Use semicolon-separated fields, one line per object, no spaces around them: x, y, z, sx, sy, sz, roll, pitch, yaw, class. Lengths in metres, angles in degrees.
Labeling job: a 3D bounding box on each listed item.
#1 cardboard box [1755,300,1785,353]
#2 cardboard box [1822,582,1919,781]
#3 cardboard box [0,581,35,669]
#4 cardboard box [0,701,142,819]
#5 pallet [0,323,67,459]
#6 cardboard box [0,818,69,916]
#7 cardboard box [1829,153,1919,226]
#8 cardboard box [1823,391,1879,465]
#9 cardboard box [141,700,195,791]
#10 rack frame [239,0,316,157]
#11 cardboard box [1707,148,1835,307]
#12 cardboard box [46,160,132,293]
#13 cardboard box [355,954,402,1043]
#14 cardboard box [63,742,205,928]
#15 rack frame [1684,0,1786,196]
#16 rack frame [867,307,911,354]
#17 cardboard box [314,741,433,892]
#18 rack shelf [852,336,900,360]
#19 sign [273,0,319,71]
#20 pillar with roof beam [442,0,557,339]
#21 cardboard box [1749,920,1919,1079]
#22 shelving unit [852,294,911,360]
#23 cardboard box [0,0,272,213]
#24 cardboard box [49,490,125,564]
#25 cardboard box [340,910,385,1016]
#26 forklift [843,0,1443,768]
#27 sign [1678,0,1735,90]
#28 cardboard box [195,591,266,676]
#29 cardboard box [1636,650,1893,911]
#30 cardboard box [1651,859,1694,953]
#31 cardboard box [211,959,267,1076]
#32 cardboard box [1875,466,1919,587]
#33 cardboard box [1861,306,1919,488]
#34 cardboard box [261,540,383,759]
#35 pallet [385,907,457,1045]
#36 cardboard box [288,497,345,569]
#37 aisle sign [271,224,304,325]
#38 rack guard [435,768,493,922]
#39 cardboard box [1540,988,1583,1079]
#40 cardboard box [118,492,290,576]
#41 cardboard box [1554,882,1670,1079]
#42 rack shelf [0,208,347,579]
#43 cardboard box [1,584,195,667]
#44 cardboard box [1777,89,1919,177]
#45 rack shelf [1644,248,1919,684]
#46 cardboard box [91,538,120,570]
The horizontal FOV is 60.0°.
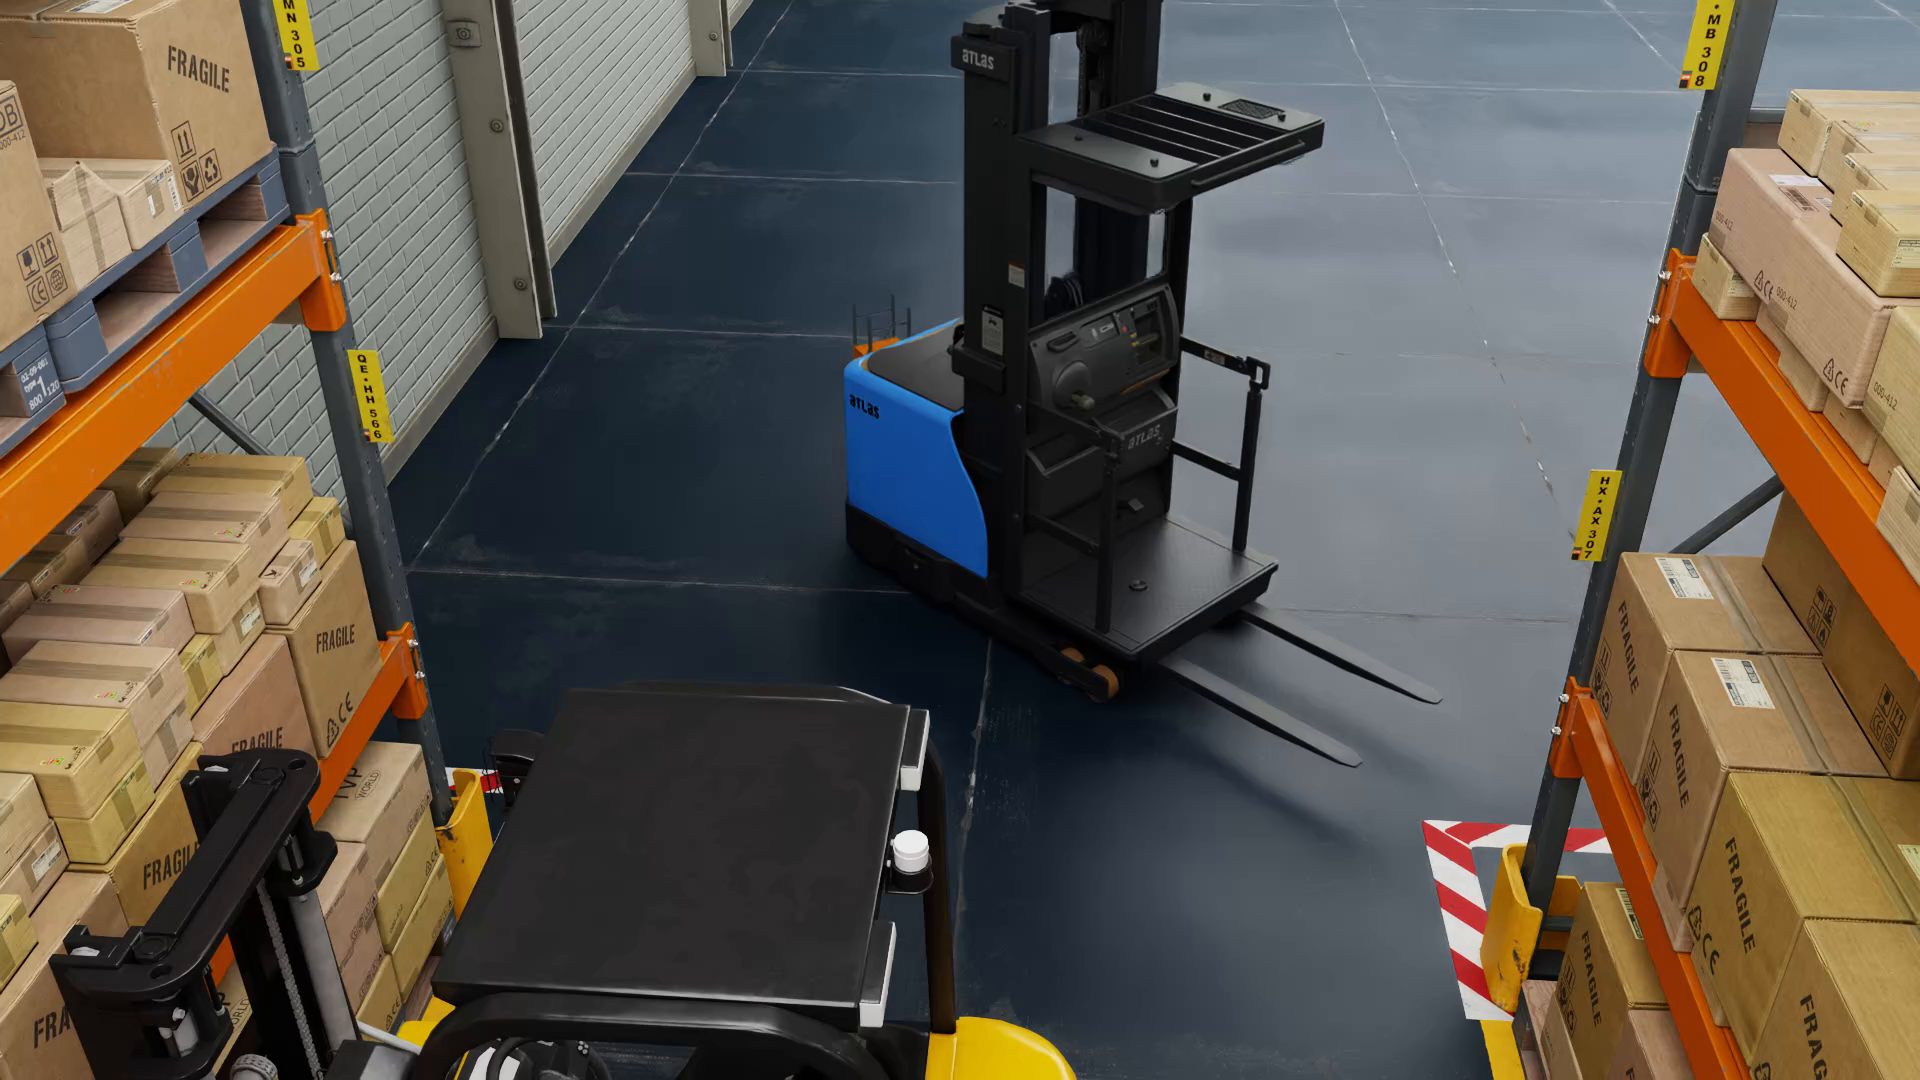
2.245;-0.552;4.166;0.380;0.149;0.250;1;32;2;cardboard box
2.655;0.264;4.131;0.700;0.500;0.500;3;32;4;cardboard box
-2.757;0.232;4.518;0.380;0.149;0.250;3;32;4;cardboard box
-2.243;0.530;4.033;0.380;0.149;0.250;3;32;5;cardboard box
-2.600;-0.123;3.316;1.003;0.211;1.213;2;32;4;pallet
-2.359;0.781;3.910;0.380;0.149;0.250;2;32;4;cardboard box
2.209;-0.754;3.735;0.380;0.149;0.250;2;32;4;cardboard box
2.194;-0.284;3.732;0.380;0.149;0.250;2;32;4;cardboard box
-2.248;0.521;4.332;0.380;0.149;0.250;1;32;2;cardboard box
-2.420;-2.446;4.142;1.000;3.000;0.127;2;32;4;rack frame
2.221;-0.770;4.141;0.500;0.250;0.500;2;32;3;cardboard box
-2.205;-0.755;3.889;0.396;0.266;0.258;3;32;4;cardboard box
-2.193;1.618;5.486;0.500;0.250;0.500;2;32;4;cardboard box
-2.291;0.873;4.380;0.500;0.500;0.500;2;32;3;cardboard box
2.528;-2.236;3.801;1.000;3.000;0.127;2;32;4;rack frame
-0.355;-0.633;8.633;0.240;1.200;0.006;-15;35;-23;rack frame
-2.146;0.928;5.653;0.500;0.250;0.500;3;32;6;cardboard box
-0.398;-0.944;8.536;0.258;0.103;0.180;-15;35;-23;rack shelf
-1.880;-1.482;4.668;0.100;0.325;0.005;2;32;4;sign
1.405;-5.074;8.407;9.100;9.000;0.400;2;32;4;pillar with roof beam
2.100;1.188;3.584;0.500;0.500;0.500;2;32;3;cardboard box
-0.398;-0.675;8.702;0.258;1.200;0.189;-15;35;-23;shelving unit
-2.213;-1.191;4.374;0.500;0.500;0.500;3;32;6;cardboard box
-2.744;-0.035;4.950;0.380;0.149;0.250;4;32;6;cardboard box
-2.199;1.416;5.337;0.500;0.250;0.500;2;32;4;cardboard box
0.801;-0.817;7.282;1.130;2.935;3.031;-27;41;-36;forklift
1.987;-1.354;4.397;0.100;0.325;0.005;2;32;4;sign
-2.242;0.250;4.771;0.380;0.149;0.250;3;32;5;cardboard box
2.174;0.655;4.449;0.500;0.500;0.500;3;32;5;cardboard box
2.119;0.992;4.521;0.380;0.149;0.250;3;32;5;cardboard box
-2.213;1.459;4.790;0.500;0.250;0.500;3;32;5;cardboard box
2.076;-0.017;3.299;0.380;0.149;0.250;3;32;5;cardboard box
2.153;-0.236;3.275;0.500;0.250;0.500;3;32;5;cardboard box
-2.198;0.334;5.254;0.500;0.500;0.500;2;32;3;cardboard box
-2.440;1.696;5.796;1.003;0.211;1.213;2;32;4;pallet
-2.169;-0.018;5.206;0.380;0.149;0.250;3;32;5;cardboard box
-2.121;-1.021;5.070;0.394;0.787;0.004;2;32;4;aisle sign
-2.418;1.159;6.392;1.175;0.500;0.348;2;32;4;rack guard
2.187;1.720;5.321;0.500;0.250;0.500;2;32;4;cardboard box
-2.228;-0.011;4.912;0.380;0.149;0.250;3;32;4;cardboard box
2.185;1.413;5.104;0.500;0.500;0.500;1;32;2;cardboard box
-2.582;0.183;3.421;1.077;0.370;4.000;2;32;4;rack shelf
-2.316;0.254;4.482;0.380;0.149;0.250;3;32;4;cardboard box
2.296;-1.015;4.158;0.380;0.149;0.250;2;32;4;cardboard box
2.365;0.393;3.080;1.077;0.370;4.000;2;32;4;rack shelf
-2.662;0.087;5.036;0.380;0.149;0.250;2;32;4;cardboard box
